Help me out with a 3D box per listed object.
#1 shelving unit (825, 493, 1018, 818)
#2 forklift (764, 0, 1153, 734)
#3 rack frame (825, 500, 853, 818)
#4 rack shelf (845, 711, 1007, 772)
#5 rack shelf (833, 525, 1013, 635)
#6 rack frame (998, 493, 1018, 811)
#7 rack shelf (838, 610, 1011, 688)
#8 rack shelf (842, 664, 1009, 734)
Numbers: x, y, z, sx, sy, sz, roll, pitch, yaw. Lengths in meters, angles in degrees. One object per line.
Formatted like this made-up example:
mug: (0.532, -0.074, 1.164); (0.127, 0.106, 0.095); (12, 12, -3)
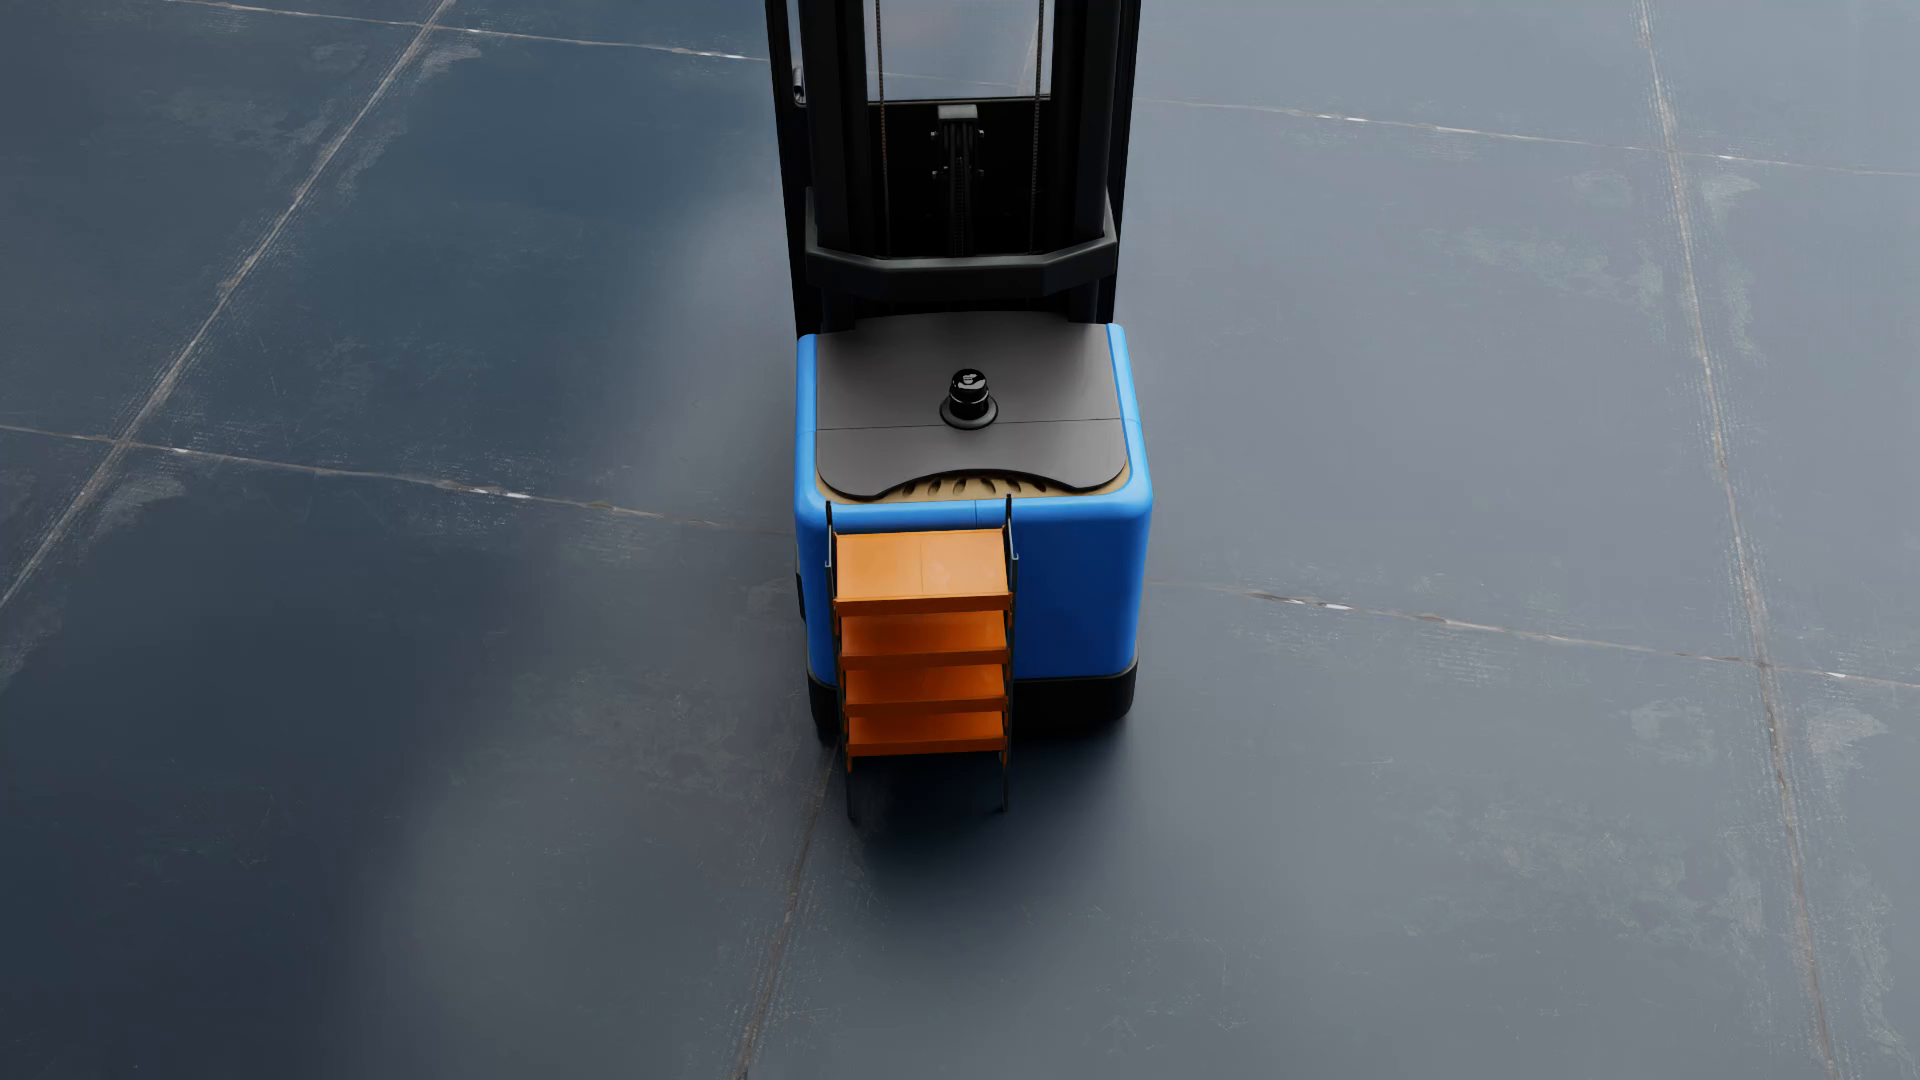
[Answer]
shelving unit: (-0.106, 0.372, 4.858); (0.503, 1.200, 0.258); (-2, 48, -2)
forklift: (-0.033, -1.448, 5.330); (1.130, 2.935, 3.031); (-2, 48, -2)
rack frame: (-0.349, 0.382, 4.849); (0.015, 1.200, 0.240); (-2, 48, -2)
rack shelf: (-0.106, 0.550, 5.056); (0.480, 0.148, 0.258); (-2, 48, -2)
rack shelf: (-0.106, 0.109, 4.566); (0.480, 0.148, 0.258); (-2, 48, -2)
rack frame: (0.138, 0.362, 4.867); (0.015, 1.200, 0.240); (-2, 48, -2)
rack shelf: (-0.106, 0.267, 4.742); (0.480, 0.148, 0.258); (-2, 48, -2)
rack shelf: (-0.106, 0.417, 4.908); (0.480, 0.148, 0.258); (-2, 48, -2)
